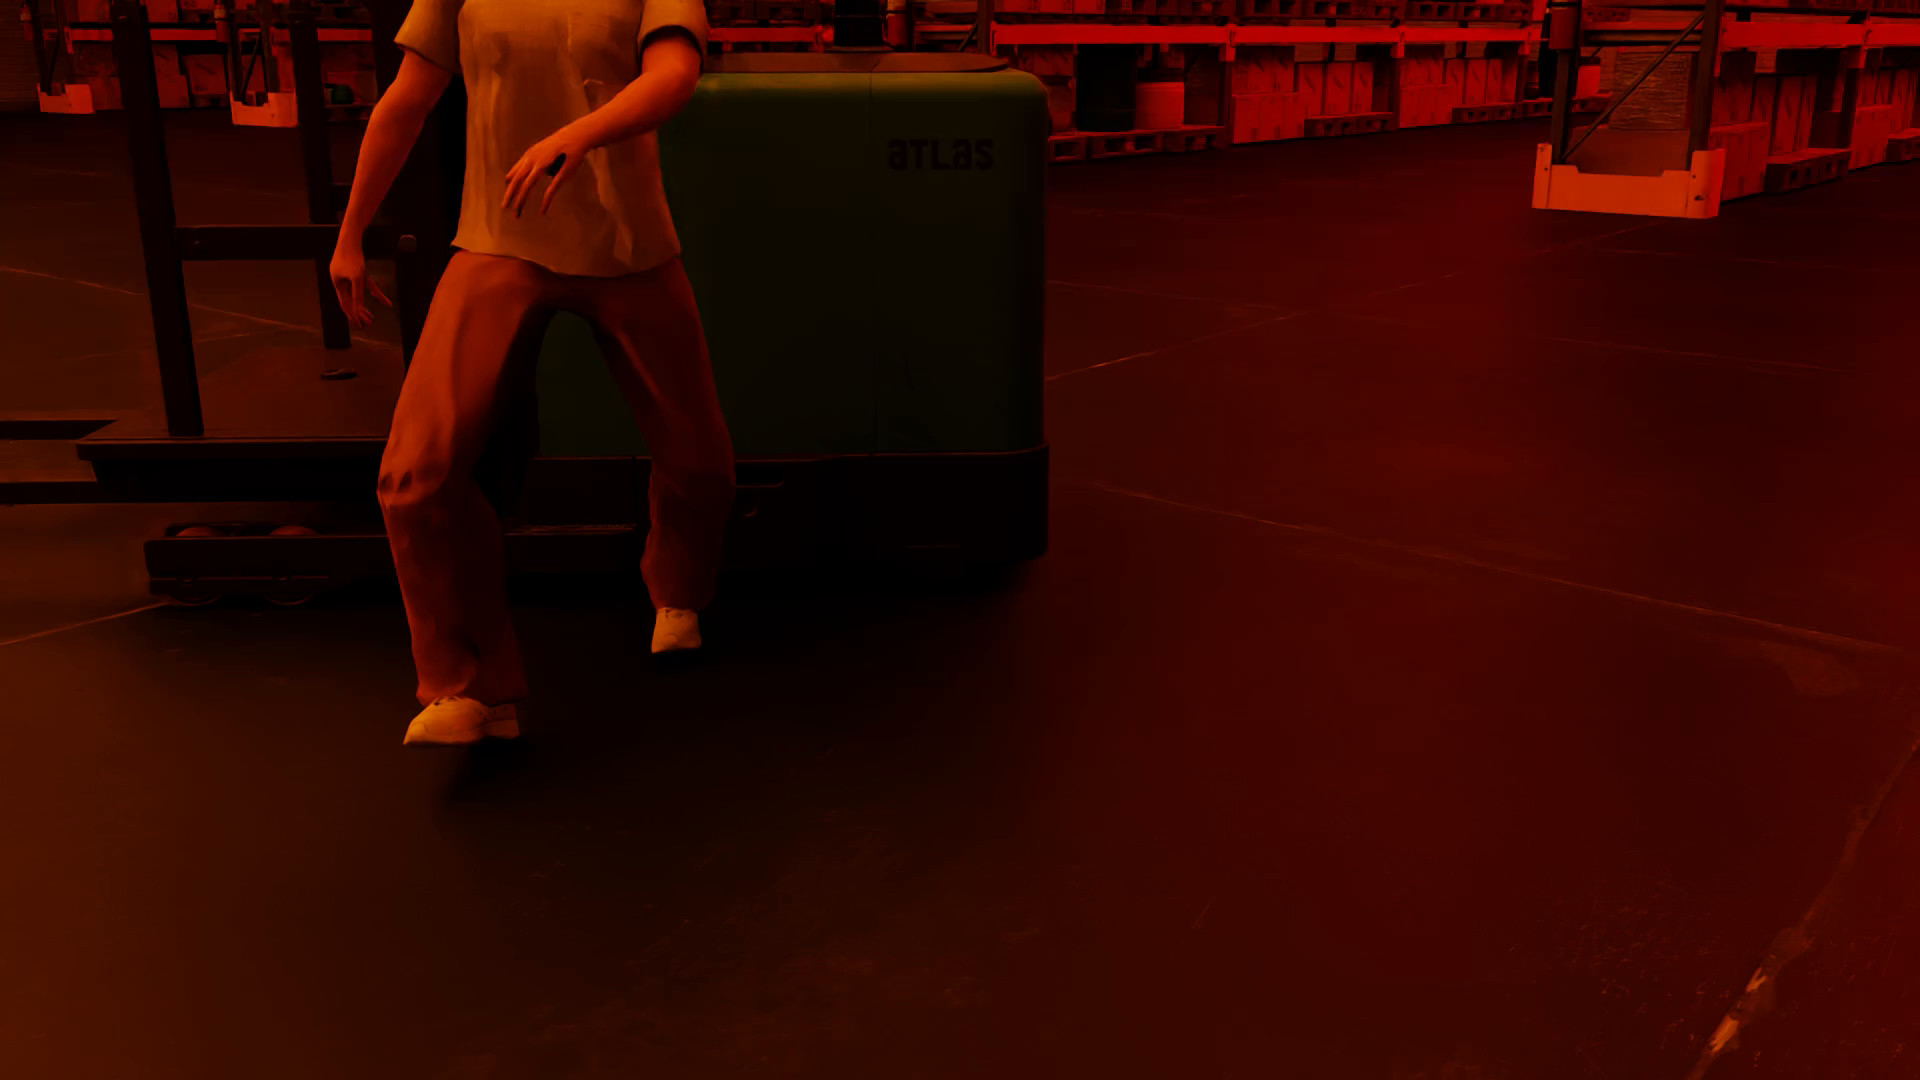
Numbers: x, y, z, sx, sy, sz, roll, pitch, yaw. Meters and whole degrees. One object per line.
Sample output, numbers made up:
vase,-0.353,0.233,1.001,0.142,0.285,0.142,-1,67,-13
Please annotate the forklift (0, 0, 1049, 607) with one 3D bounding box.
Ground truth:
forklift,-1.341,-1.419,3.571,3.031,2.935,1.130,-1,17,-2

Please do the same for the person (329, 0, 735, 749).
person,-0.710,-0.457,2.751,0.649,1.584,0.810,-3,17,-11
